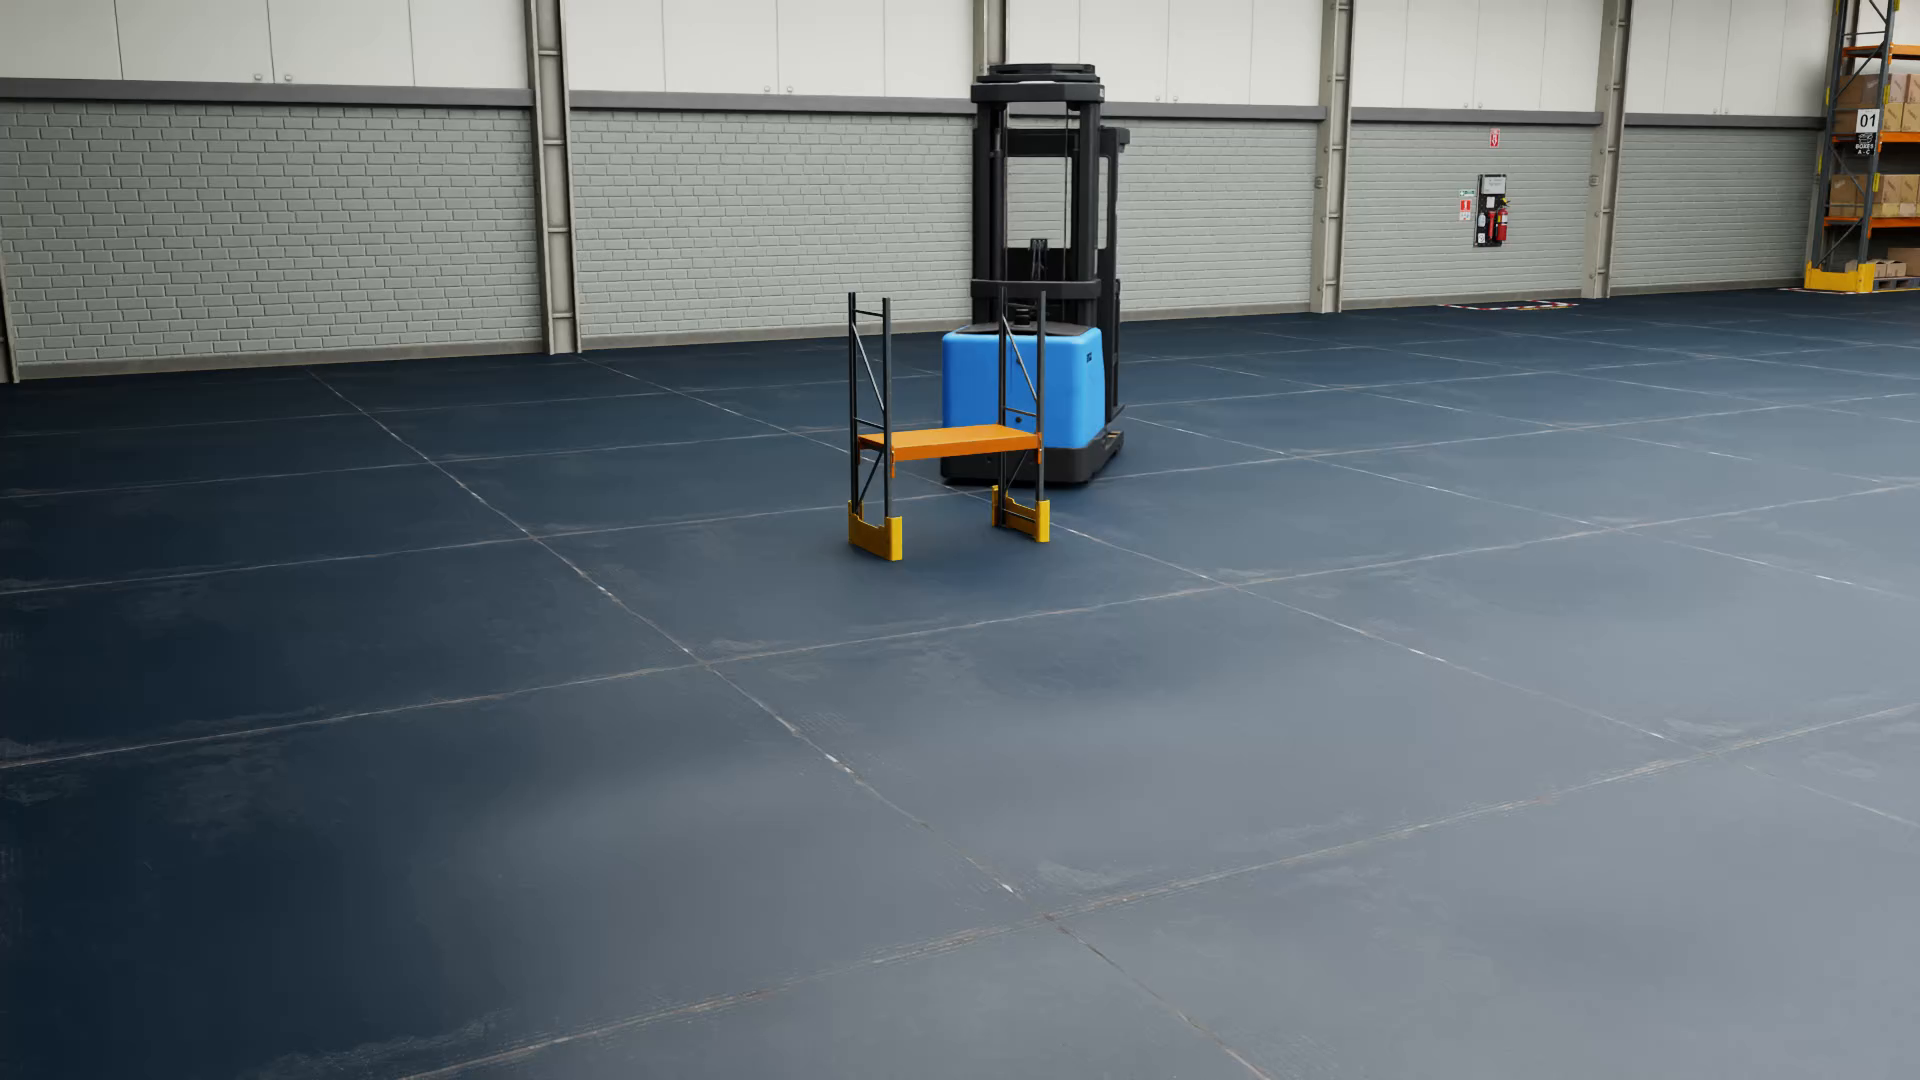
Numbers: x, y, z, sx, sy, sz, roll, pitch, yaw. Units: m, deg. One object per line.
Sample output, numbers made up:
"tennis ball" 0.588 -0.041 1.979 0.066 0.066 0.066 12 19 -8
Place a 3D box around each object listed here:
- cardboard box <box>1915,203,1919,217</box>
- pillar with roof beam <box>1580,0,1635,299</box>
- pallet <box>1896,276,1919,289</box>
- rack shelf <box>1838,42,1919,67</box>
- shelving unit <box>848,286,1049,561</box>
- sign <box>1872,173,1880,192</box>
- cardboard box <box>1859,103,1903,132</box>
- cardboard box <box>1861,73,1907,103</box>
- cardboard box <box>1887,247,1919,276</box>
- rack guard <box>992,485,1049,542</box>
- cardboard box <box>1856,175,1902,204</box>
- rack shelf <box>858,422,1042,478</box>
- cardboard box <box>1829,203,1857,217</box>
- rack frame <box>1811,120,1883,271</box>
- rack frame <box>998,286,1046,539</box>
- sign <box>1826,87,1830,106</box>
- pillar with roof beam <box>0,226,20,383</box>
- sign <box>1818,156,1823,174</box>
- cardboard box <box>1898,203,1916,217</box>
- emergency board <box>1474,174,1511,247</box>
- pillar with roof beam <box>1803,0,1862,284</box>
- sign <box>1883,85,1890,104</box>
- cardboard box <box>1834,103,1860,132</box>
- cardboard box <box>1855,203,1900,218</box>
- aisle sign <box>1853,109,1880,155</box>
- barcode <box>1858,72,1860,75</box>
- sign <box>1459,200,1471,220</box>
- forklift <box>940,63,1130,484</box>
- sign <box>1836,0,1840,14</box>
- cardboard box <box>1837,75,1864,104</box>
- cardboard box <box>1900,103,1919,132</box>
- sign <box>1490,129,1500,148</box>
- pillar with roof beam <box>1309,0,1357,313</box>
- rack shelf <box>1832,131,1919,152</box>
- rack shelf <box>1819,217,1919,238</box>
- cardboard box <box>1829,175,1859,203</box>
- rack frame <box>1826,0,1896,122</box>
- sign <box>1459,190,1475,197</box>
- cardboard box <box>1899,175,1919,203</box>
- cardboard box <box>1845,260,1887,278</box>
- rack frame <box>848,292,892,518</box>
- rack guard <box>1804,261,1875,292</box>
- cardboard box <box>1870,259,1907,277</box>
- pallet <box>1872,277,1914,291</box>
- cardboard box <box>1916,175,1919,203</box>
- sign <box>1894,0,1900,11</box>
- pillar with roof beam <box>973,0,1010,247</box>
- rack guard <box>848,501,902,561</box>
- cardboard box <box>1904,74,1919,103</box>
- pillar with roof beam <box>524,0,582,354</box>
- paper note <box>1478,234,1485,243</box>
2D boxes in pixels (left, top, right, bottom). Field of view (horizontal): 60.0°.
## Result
"cardboard box" 17.495 -6.075 30.566 0.500 0.250 0.500 -7 15 -29
"pillar with roof beam" 13.012 -7.744 24.026 0.400 9.000 9.100 -7 14 -28
"pallet" 17.882 -4.892 31.365 1.213 0.211 1.003 -7 14 -28
"rack shelf" 17.771 -8.823 30.463 4.000 0.370 1.077 -7 14 -28
"shelving unit" -0.067 -0.724 9.909 1.083 1.500 0.587 -7 14 -28
"sign" 16.276 -6.356 29.548 0.005 0.325 0.100 -7 14 -28
"cardboard box" 16.429 -7.547 29.707 0.500 0.500 0.500 -6 14 -26
"cardboard box" 16.470 -8.042 29.628 0.500 0.500 0.500 -8 15 -32
"cardboard box" 17.835 -5.216 31.147 0.500 0.500 0.700 -8 15 -31
"rack guard" 0.370 -0.166 10.279 0.087 0.250 0.587 -7 14 -28
"cardboard box" 16.579 -6.333 30.005 0.500 0.500 0.500 -7 14 -28
"rack shelf" -0.075 -0.547 9.944 1.000 0.185 0.538 -7 14 -28
"cardboard box" 16.333 -6.061 30.506 0.500 0.250 0.500 -7 14 -27
"rack frame" 16.016 -6.038 30.108 0.127 3.000 1.000 -7 14 -28
"rack frame" 0.371 -0.776 10.142 0.032 1.500 0.500 -7 14 -28
"sign" 15.768 -8.043 30.166 0.005 0.325 0.100 -7 14 -28
"pillar with roof beam" -8.053 -5.220 12.807 0.400 9.000 9.100 -7 14 -28
"sign" 15.768 -6.866 30.430 0.005 0.325 0.100 -7 14 -28
"cardboard box" 17.045 -6.022 30.333 0.500 0.250 0.500 -7 15 -30
"emergency board" 8.762 -5.395 27.248 0.643 1.169 0.194 -7 14 -28
"pillar with roof beam" 18.279 -8.376 26.830 0.400 9.000 9.100 -7 14 -28
"sign" 16.276 -7.823 29.218 0.005 0.325 0.100 -7 14 -28
"cardboard box" 16.261 -7.653 30.177 0.500 0.500 0.500 -6 14 -24
"cardboard box" 16.596 -5.965 30.078 0.500 0.250 0.500 -7 15 -29
"aisle sign" 16.096 -7.241 29.532 0.004 0.787 0.394 -7 14 -28
"barcode" 16.400 -8.502 30.352 0.075 0.075 0.001 -7 14 -28
"sign" 8.227 -5.374 27.074 0.234 0.329 0.001 -7 14 -28
"forklift" 0.689 -2.104 12.783 1.130 2.935 3.031 3 13 13
"sign" 15.768 -9.607 29.814 0.005 0.325 0.100 -7 14 -28
"cardboard box" 16.269 -8.144 30.081 0.500 0.500 0.500 -6 14 -25
"cardboard box" 16.918 -7.597 29.928 0.500 0.500 0.500 -6 14 -24
"sign" 8.707 -6.544 27.075 0.199 0.298 0.001 -7 14 -28
"pillar with roof beam" 7.746 -7.113 21.221 0.400 9.000 9.100 -7 14 -28
"rack shelf" 17.771 -7.361 30.792 4.000 0.370 1.077 -7 14 -28
"rack shelf" 17.771 -5.898 31.122 4.000 0.370 1.077 -7 14 -28
"cardboard box" 16.328 -6.431 30.442 0.500 0.500 0.500 -7 14 -28
"rack frame" 16.016 -8.965 29.449 0.127 3.000 1.000 -7 14 -28
"sign" 8.236 -5.631 27.011 0.331 0.109 0.001 -7 14 -28
"cardboard box" 17.018 -6.383 30.228 0.500 0.500 0.500 -7 14 -28
"cardboard box" 16.666 -4.996 30.601 0.500 0.311 0.500 -9 15 -34
"rack frame" -0.521 -0.669 9.667 0.032 1.500 0.500 -7 14 -28
"rack guard" 16.083 -4.827 30.418 0.348 0.500 1.175 -7 14 -28
"cardboard box" 17.167 -5.056 30.867 0.500 0.311 0.500 -6 14 -23
"pallet" 16.813 -4.764 30.799 1.213 0.211 1.003 -7 14 -28
"cardboard box" 17.474 -6.436 30.464 0.500 0.500 0.500 -7 15 -30
"sign" 16.276 -9.355 28.873 0.005 0.325 0.100 -7 14 -28
"pillar with roof beam" 2.479 -6.482 18.416 0.400 9.000 9.100 -7 14 -28
"rack guard" -0.504 -0.062 9.813 0.087 0.250 0.587 -7 14 -28
"cardboard box" 16.935 -8.085 29.819 0.500 0.500 0.500 -7 14 -29
"pillar with roof beam" -2.787 -5.851 15.612 0.400 9.000 9.100 -7 14 -28
"paper note" 8.574 -4.960 27.321 0.142 0.148 0.016 -7 14 -28
